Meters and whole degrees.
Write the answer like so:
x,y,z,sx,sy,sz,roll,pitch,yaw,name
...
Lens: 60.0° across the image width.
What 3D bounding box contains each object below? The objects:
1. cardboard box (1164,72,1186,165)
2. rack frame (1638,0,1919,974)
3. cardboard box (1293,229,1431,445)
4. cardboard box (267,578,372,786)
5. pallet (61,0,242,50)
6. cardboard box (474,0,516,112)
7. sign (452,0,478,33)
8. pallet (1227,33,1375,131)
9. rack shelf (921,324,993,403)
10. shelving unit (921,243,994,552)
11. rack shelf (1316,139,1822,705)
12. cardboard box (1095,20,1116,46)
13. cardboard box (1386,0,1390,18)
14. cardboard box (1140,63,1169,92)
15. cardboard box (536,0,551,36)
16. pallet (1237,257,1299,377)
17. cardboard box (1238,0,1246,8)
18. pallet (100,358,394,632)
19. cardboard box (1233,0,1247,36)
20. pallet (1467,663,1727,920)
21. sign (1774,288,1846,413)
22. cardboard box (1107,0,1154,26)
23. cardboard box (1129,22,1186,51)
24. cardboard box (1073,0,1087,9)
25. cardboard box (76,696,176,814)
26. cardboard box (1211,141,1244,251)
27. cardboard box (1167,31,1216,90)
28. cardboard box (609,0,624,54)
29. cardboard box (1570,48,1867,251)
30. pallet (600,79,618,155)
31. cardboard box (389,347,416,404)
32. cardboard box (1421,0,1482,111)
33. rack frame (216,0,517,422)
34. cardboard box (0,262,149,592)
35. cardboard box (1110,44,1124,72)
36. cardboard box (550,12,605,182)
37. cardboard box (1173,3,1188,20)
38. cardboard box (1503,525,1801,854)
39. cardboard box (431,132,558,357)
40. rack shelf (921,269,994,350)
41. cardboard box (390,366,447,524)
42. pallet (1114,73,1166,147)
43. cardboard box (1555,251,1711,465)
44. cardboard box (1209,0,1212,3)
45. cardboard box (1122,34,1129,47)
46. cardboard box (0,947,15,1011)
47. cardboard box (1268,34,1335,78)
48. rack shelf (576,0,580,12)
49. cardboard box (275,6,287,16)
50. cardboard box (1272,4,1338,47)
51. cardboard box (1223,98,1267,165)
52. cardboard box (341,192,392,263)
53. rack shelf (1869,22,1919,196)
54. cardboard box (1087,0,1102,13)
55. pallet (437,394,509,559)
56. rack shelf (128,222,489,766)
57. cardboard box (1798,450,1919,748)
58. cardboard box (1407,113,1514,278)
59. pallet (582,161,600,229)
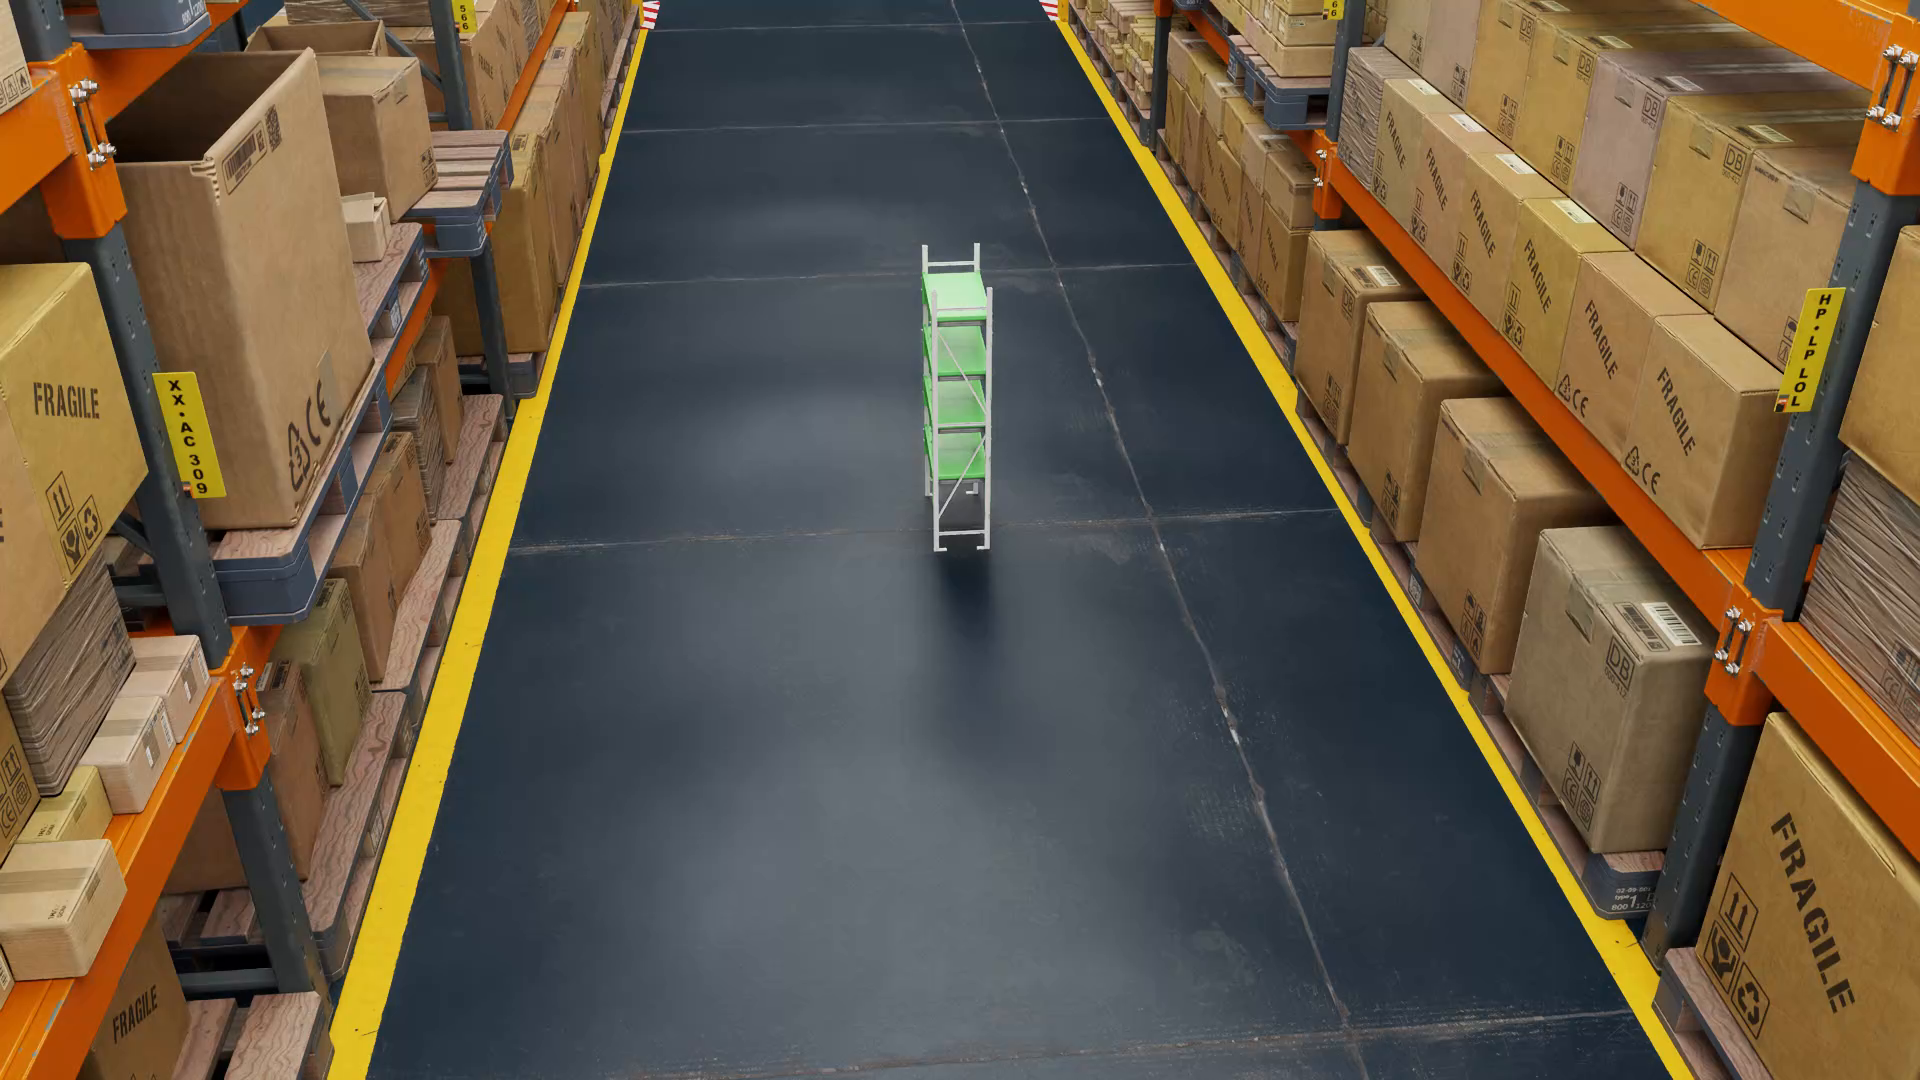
x,y,z,sx,sy,sz,roll,pitch,yaw,name
1.663,-2.828,11.087,0.500,0.500,0.500,-2,31,-3,cardboard box
2.606,-0.026,4.369,1.000,3.000,0.127,-3,31,-5,rack frame
2.199,-0.968,7.729,1.050,0.750,0.750,-3,31,-5,cardboard box
-2.404,0.485,5.521,0.700,0.500,0.500,-3,31,-5,cardboard box
-2.294,-1.368,3.873,1.213,0.211,1.003,-3,31,-5,pallet
-2.541,-2.450,8.329,0.500,0.500,0.500,-4,31,-6,cardboard box
-2.176,-2.376,7.251,0.100,0.325,0.005,-3,31,-5,sign
2.059,-2.345,8.438,1.213,0.211,1.003,-3,31,-5,pallet
-0.015,-0.751,6.994,0.258,0.148,0.480,-3,31,-5,rack shelf
-0.015,-0.600,7.084,0.258,1.200,0.503,-3,31,-5,shelving unit
2.419,-0.739,6.263,1.077,0.370,4.000,-3,31,-5,rack shelf
1.321,-4.177,13.689,0.380,0.149,0.250,-4,31,-7,cardboard box
2.359,-2.663,8.329,0.380,0.149,0.250,-1,31,-2,cardboard box
1.512,-3.340,11.998,0.380,0.149,0.250,-2,31,-4,cardboard box
-2.679,-3.223,9.622,0.500,0.500,0.500,-3,31,-5,cardboard box
2.161,-1.270,9.171,1.003,0.211,1.213,-3,31,-5,pallet
1.656,-2.897,8.721,0.380,0.149,0.250,-3,31,-4,cardboard box
-2.268,-0.155,4.772,1.003,0.211,1.213,-3,31,-5,pallet
1.663,-2.756,8.775,0.380,0.149,0.250,-3,31,-5,cardboard box
2.459,0.781,5.737,1.003,0.211,1.213,-3,31,-5,pallet
2.066,-0.458,4.040,0.100,0.325,0.005,-3,31,-5,sign
1.371,-4.154,13.070,0.380,0.149,0.250,-4,31,-6,cardboard box
1.472,-3.747,12.388,0.380,0.149,0.250,-3,31,-5,cardboard box
1.215,-4.826,14.776,0.380,0.149,0.250,-2,31,-4,cardboard box
-2.015,0.491,3.747,0.380,0.149,0.250,-3,31,-5,cardboard box
1.800,-2.034,9.758,0.500,0.500,0.500,-4,31,-7,cardboard box
1.664,-3.150,10.895,0.500,0.250,0.500,-4,31,-7,cardboard box
-3.239,-4.447,13.433,0.875,0.875,0.875,-3,31,-5,cardboard box
2.457,-1.272,5.382,0.700,0.500,0.500,-3,31,-4,cardboard box
-3.083,-3.120,12.267,1.003,0.211,1.213,-3,31,-5,pallet
-2.564,-0.709,6.789,0.500,0.250,0.500,1,31,1,cardboard box
2.313,-2.053,6.689,0.700,0.500,0.500,-3,31,-5,cardboard box
-2.716,-1.882,7.476,1.000,3.000,0.127,-3,31,-5,rack frame
-2.026,-0.224,3.337,0.500,0.500,0.500,-3,31,-5,cardboard box
1.386,-3.779,13.023,0.380,0.149,0.250,-3,31,-5,cardboard box
-3.010,-2.867,10.787,1.225,0.875,0.875,-3,31,-4,cardboard box
1.896,-4.180,13.113,0.380,0.149,0.250,-4,31,-7,cardboard box
2.458,0.447,5.361,1.050,0.750,0.750,-3,31,-5,cardboard box
-2.759,-1.504,8.505,1.225,0.875,0.875,-4,31,-7,cardboard box
-0.015,-0.957,6.870,0.258,0.148,0.480,-3,31,-5,rack shelf
-2.569,-0.374,6.960,0.700,0.500,0.500,-5,31,-9,cardboard box
1.760,-3.255,12.493,1.003,0.211,1.213,-3,31,-5,pallet
2.244,-0.581,5.200,0.500,0.500,0.500,-3,31,-5,cardboard box
1.585,-3.165,9.459,0.380,0.149,0.250,-4,31,-7,cardboard box
1.463,-3.876,12.894,0.380,0.149,0.250,-2,31,-3,cardboard box
-2.025,0.878,3.100,0.380,0.149,0.250,-3,31,-5,cardboard box
1.728,-2.371,8.129,0.380,0.149,0.250,-2,31,-4,cardboard box
-3.276,-4.637,12.789,1.077,0.370,4.000,-3,31,-5,rack shelf
-3.049,-2.420,8.279,0.500,0.500,0.500,-3,31,-5,cardboard box
1.733,-2.499,8.054,0.380,0.149,0.250,-2,31,-4,cardboard box
1.817,-2.352,9.559,0.500,0.250,0.500,-2,31,-3,cardboard box
-2.291,-1.167,6.000,0.396,0.266,0.258,-4,31,-6,cardboard box
2.793,0.016,2.075,1.077,0.370,4.000,-3,31,-5,rack shelf
1.274,-4.558,14.036,0.380,0.149,0.250,-2,31,-3,cardboard box
-2.644,-0.286,7.523,1.003,0.211,1.213,-3,31,-5,pallet
-2.529,-0.553,5.951,1.077,0.370,4.000,-3,31,-5,rack shelf
2.652,0.097,4.016,0.875,0.550,0.550,-3,31,-5,cardboard box
2.102,-1.352,6.491,0.500,0.500,0.500,-3,31,-5,cardboard box
-2.942,-2.337,10.957,1.003,0.211,1.213,-3,31,-5,pallet
